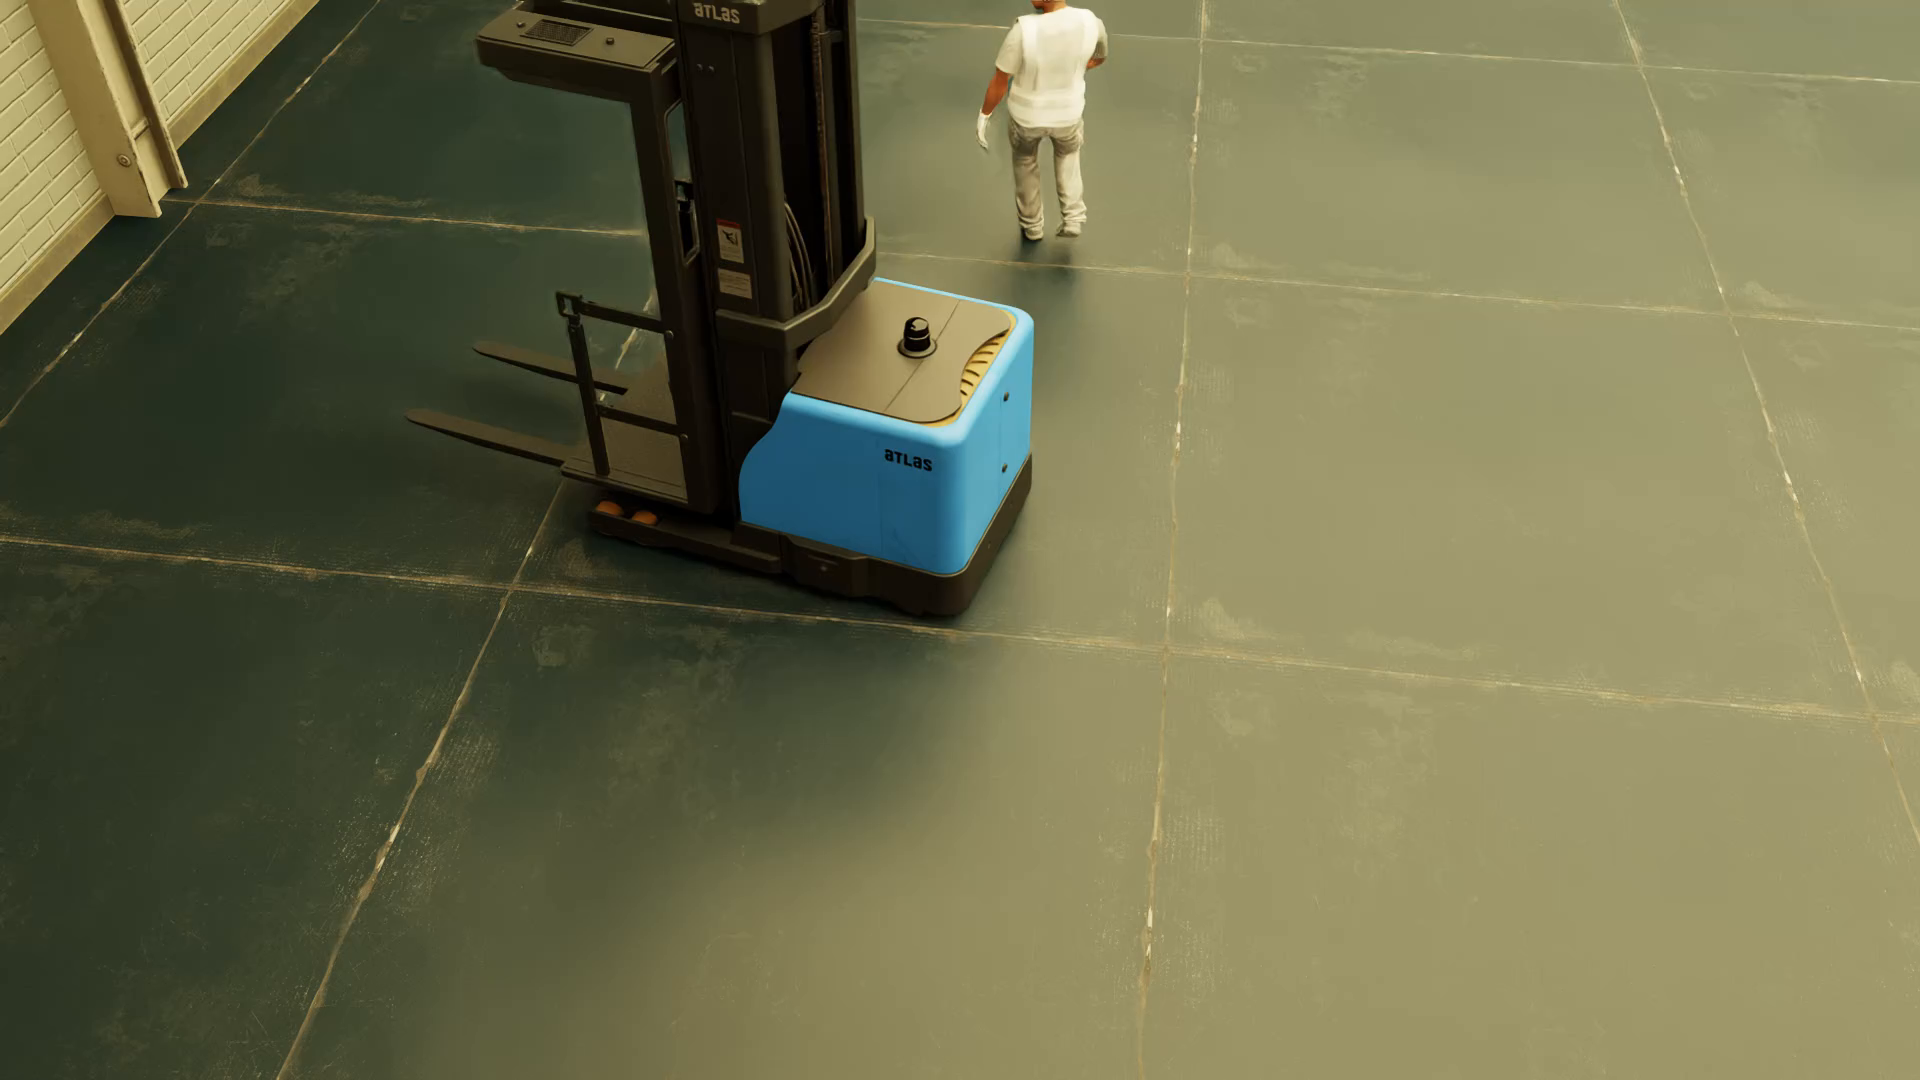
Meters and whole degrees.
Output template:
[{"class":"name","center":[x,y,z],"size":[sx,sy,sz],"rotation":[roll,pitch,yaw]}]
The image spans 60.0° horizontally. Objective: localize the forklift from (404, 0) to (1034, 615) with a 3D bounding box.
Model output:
[{"class":"forklift","center":[-1.225,-1.369,7.215],"size":[3.031,2.935,1.130],"rotation":[15,45,15]}]

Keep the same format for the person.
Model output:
[{"class":"person","center":[0.438,-2.423,9.252],"size":[0.747,1.731,0.583],"rotation":[-4,43,-4]}]
